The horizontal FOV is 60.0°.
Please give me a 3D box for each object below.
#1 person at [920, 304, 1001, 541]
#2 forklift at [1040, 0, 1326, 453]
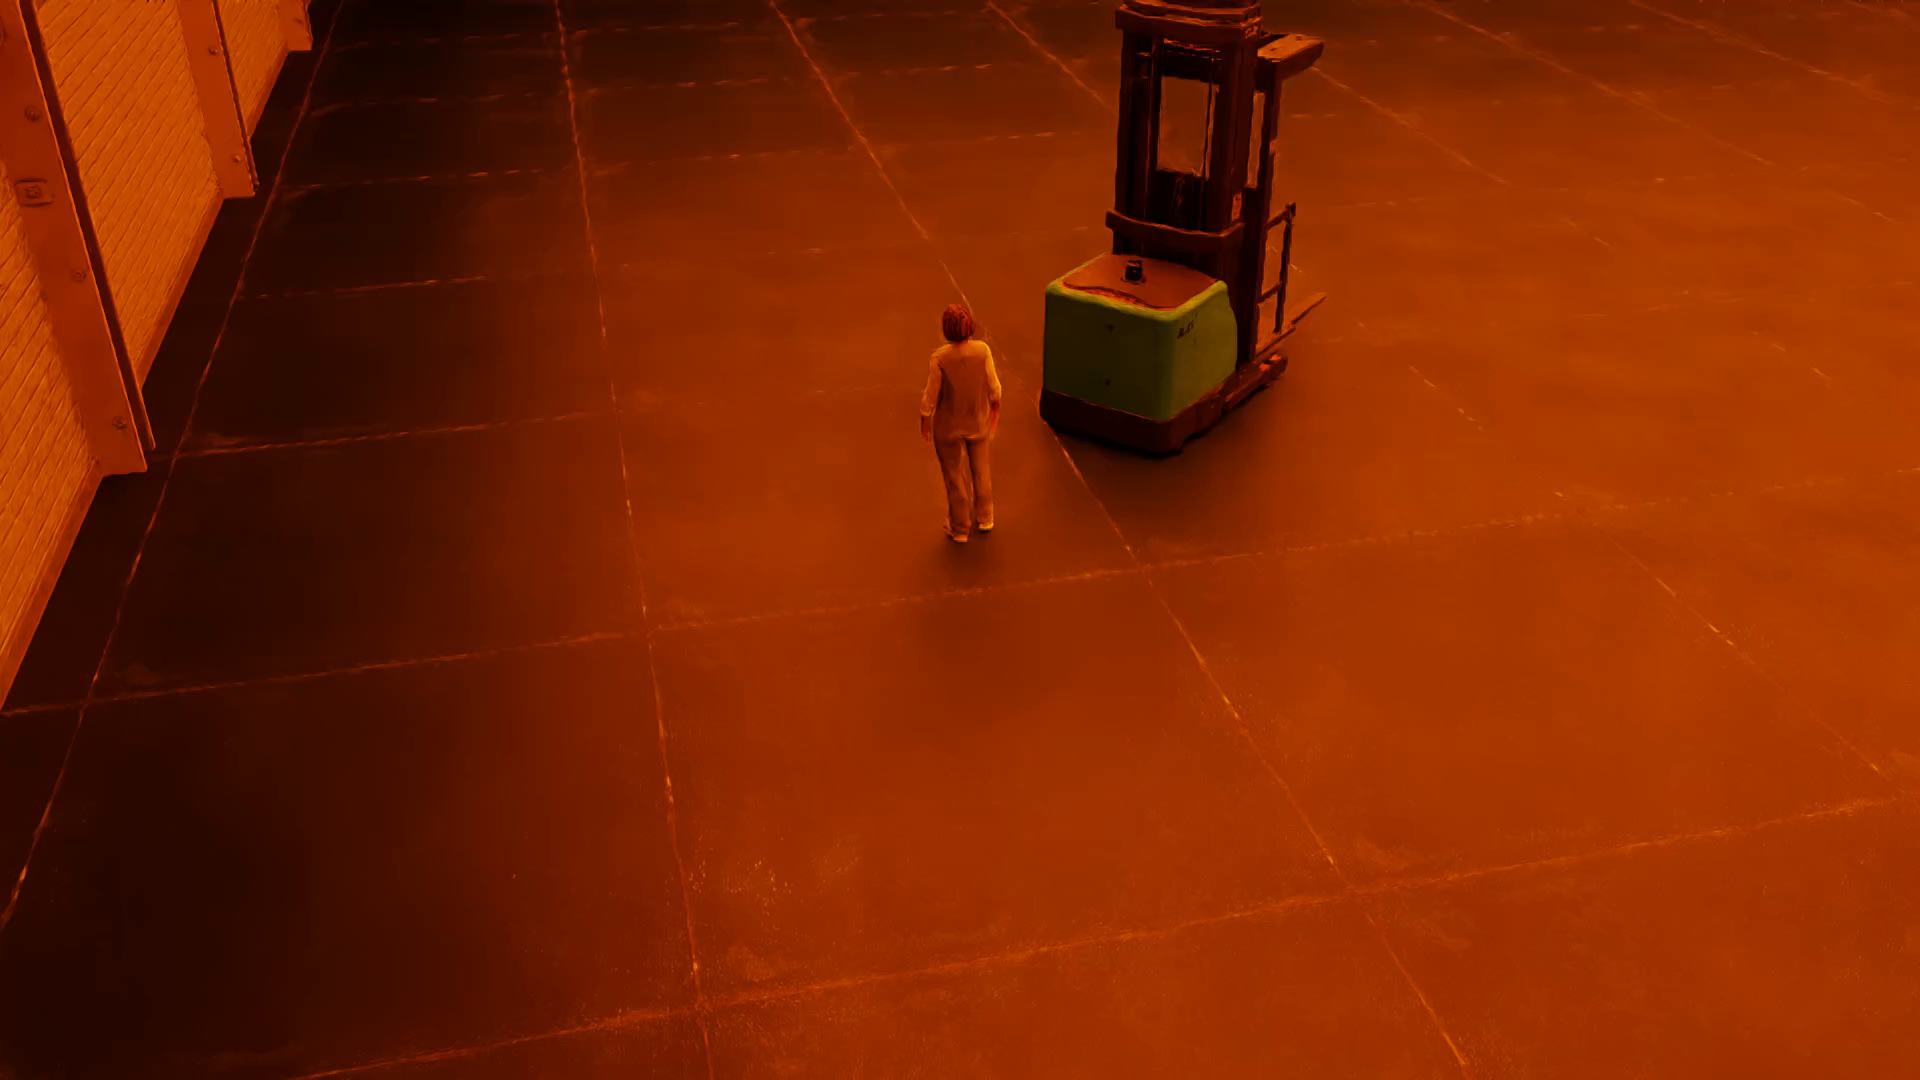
[{"bbox_3d":[-0.004,-0.735,10.161,0.521,1.597,0.474,-7,31,-12],"label":"person"},{"bbox_3d":[1.830,-2.554,11.986,1.130,2.935,3.031,19,35,30],"label":"forklift"}]
